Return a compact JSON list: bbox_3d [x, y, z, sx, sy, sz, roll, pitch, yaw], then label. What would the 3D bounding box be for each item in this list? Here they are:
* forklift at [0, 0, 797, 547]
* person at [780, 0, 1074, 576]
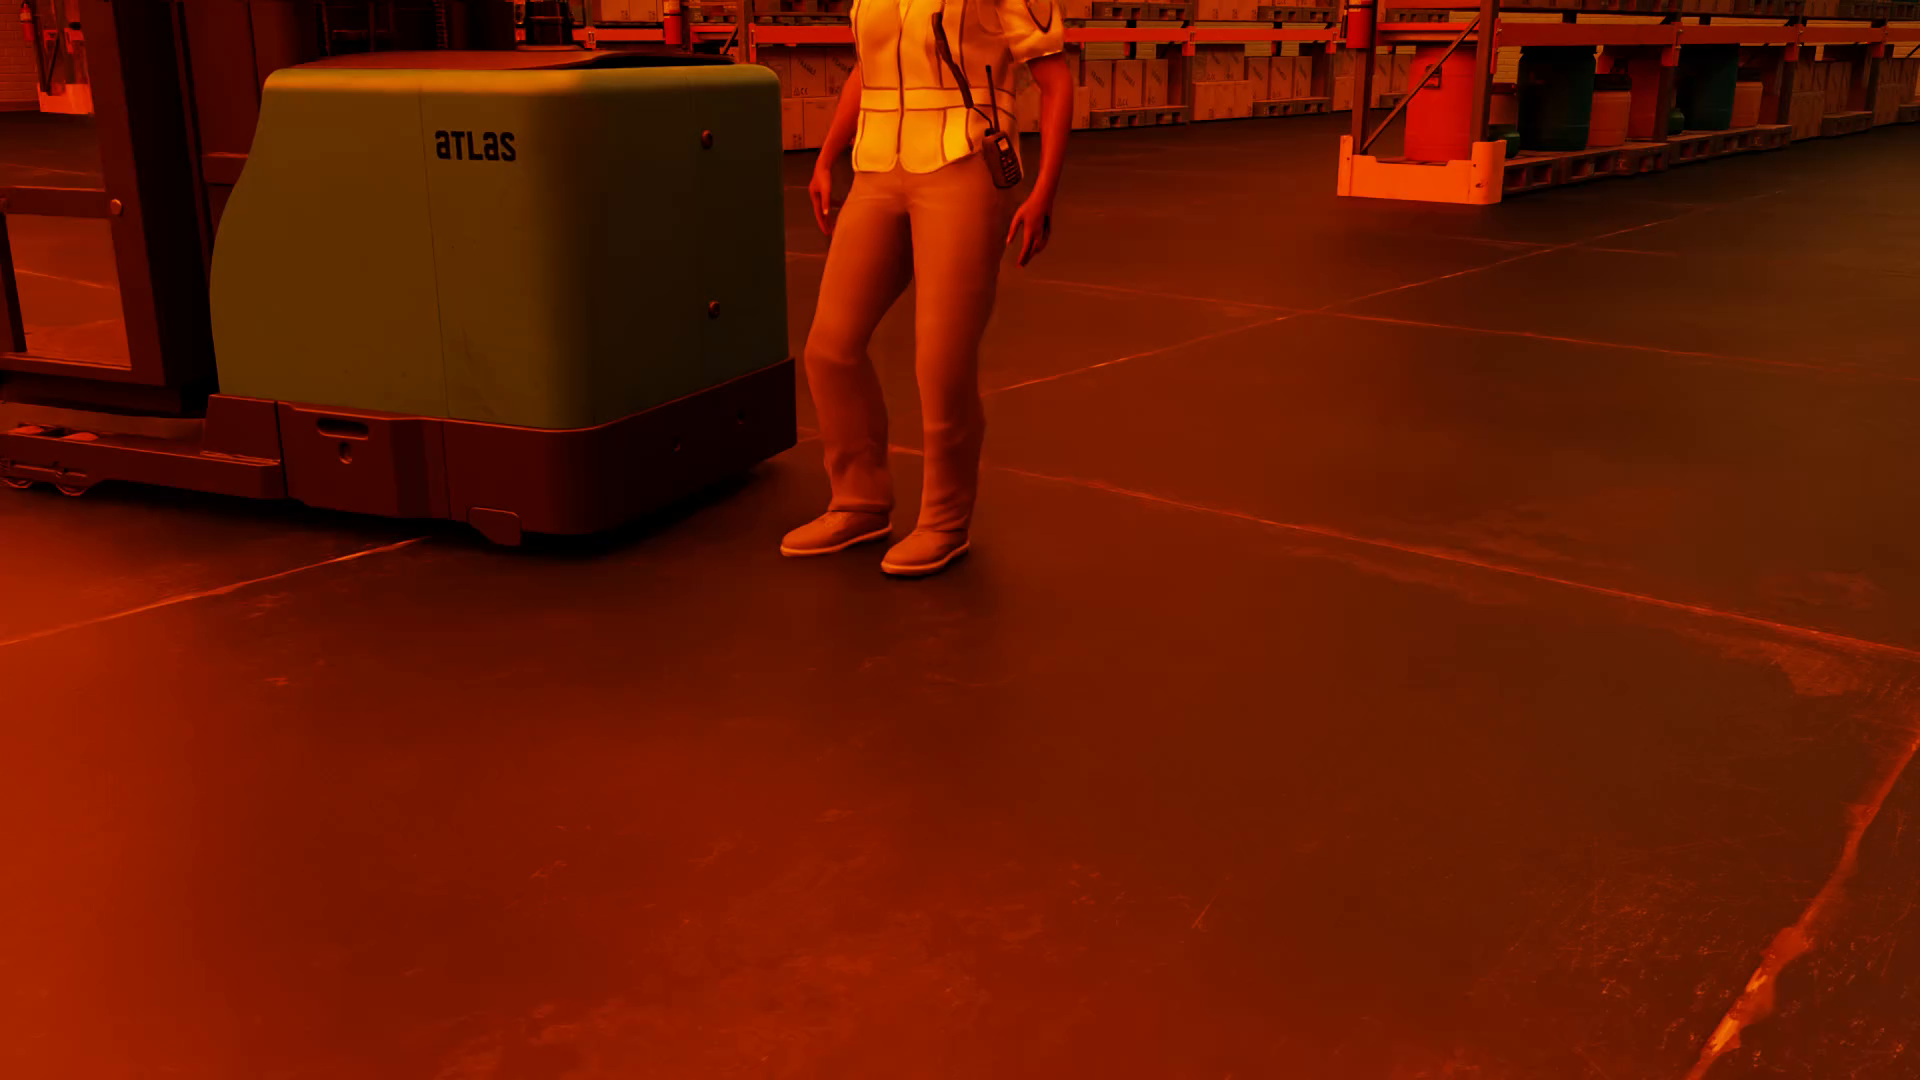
[{"bbox_3d":[-2.013,-1.647,4.322,3.031,2.935,1.130,7,18,22],"label":"forklift"},{"bbox_3d":[-0.080,-0.761,3.606,0.630,1.661,0.438,12,20,33],"label":"person"}]
